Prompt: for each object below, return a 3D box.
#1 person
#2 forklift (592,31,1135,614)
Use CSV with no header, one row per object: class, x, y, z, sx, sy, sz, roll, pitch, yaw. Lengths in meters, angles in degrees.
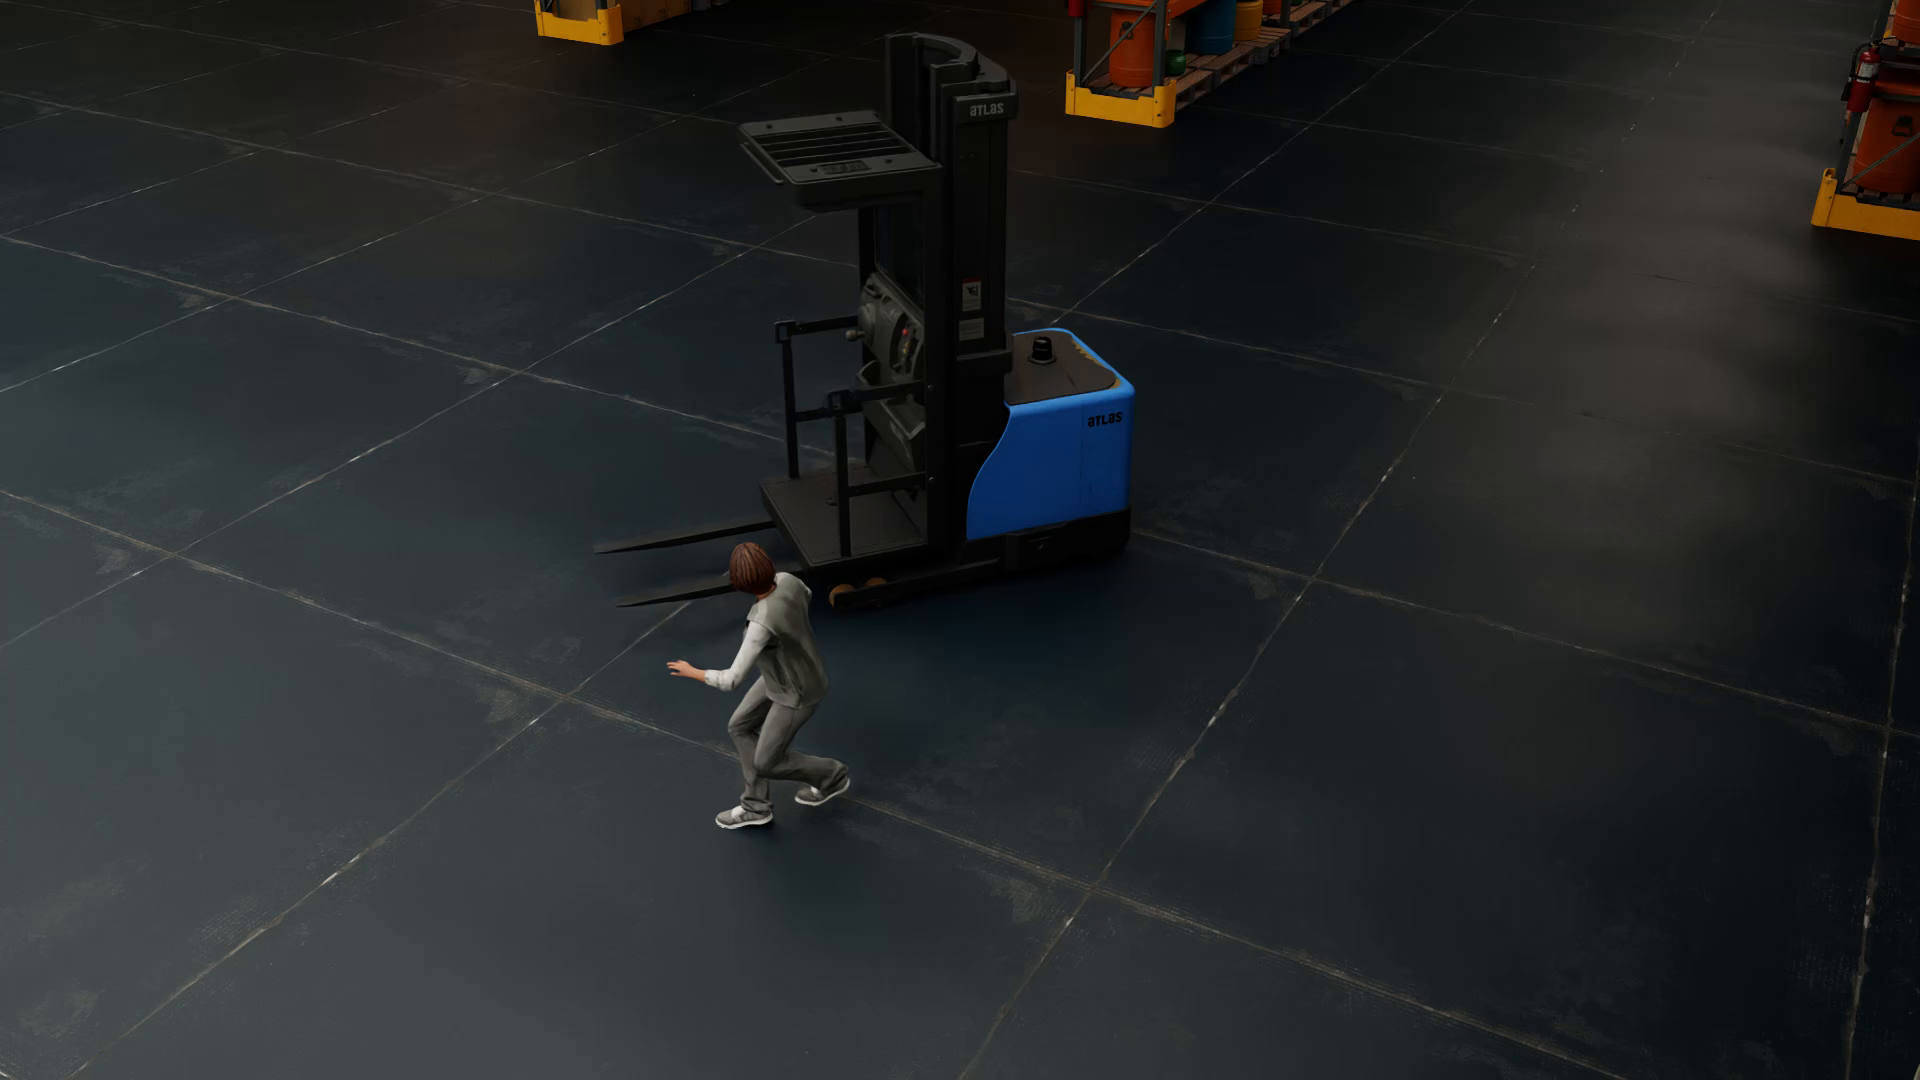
person,-0.902,0.613,7.488,0.774,1.476,0.744,-1,30,-2
forklift,-0.567,-1.154,9.070,3.031,2.935,1.130,-11,32,-19
